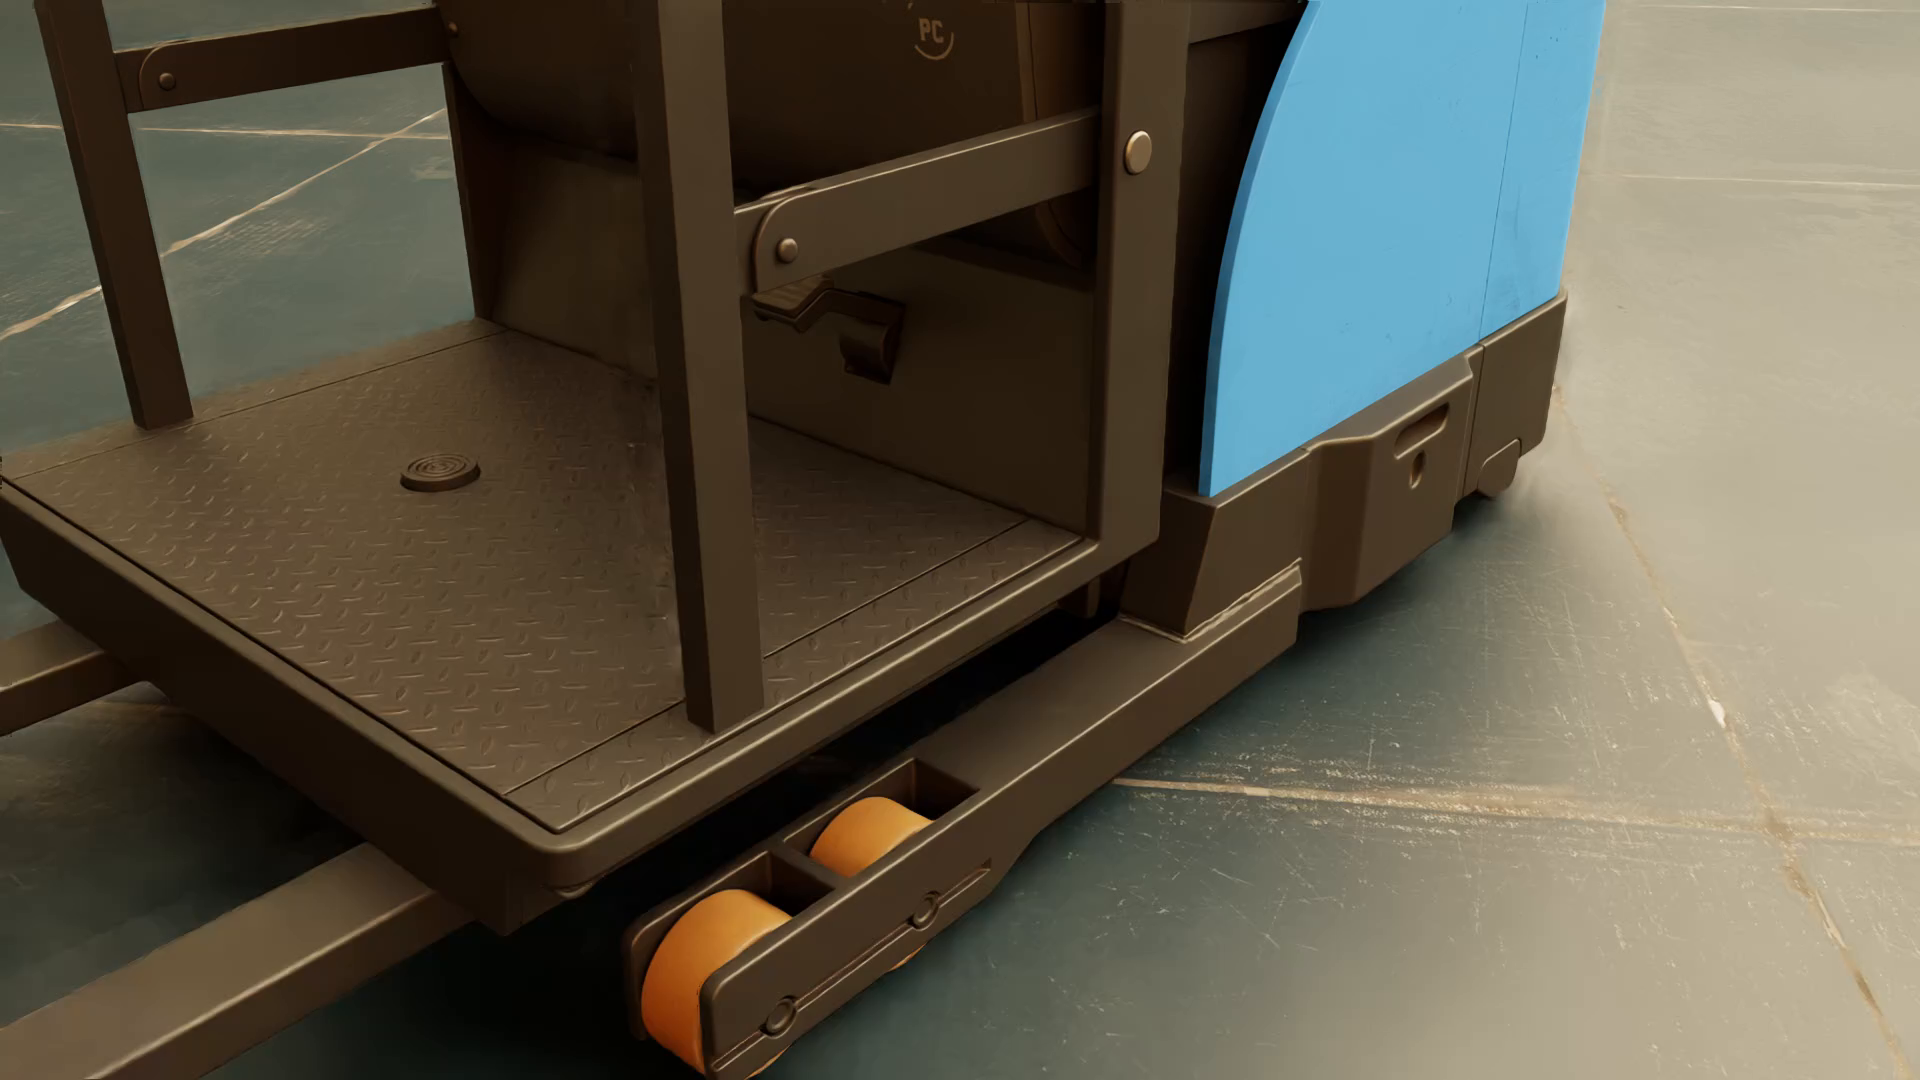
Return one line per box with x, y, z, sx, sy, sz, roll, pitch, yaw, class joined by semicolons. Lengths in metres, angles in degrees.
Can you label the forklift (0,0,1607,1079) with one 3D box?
-0.399;-1.076;1.373;1.130;2.935;3.031;21;33;36;forklift
